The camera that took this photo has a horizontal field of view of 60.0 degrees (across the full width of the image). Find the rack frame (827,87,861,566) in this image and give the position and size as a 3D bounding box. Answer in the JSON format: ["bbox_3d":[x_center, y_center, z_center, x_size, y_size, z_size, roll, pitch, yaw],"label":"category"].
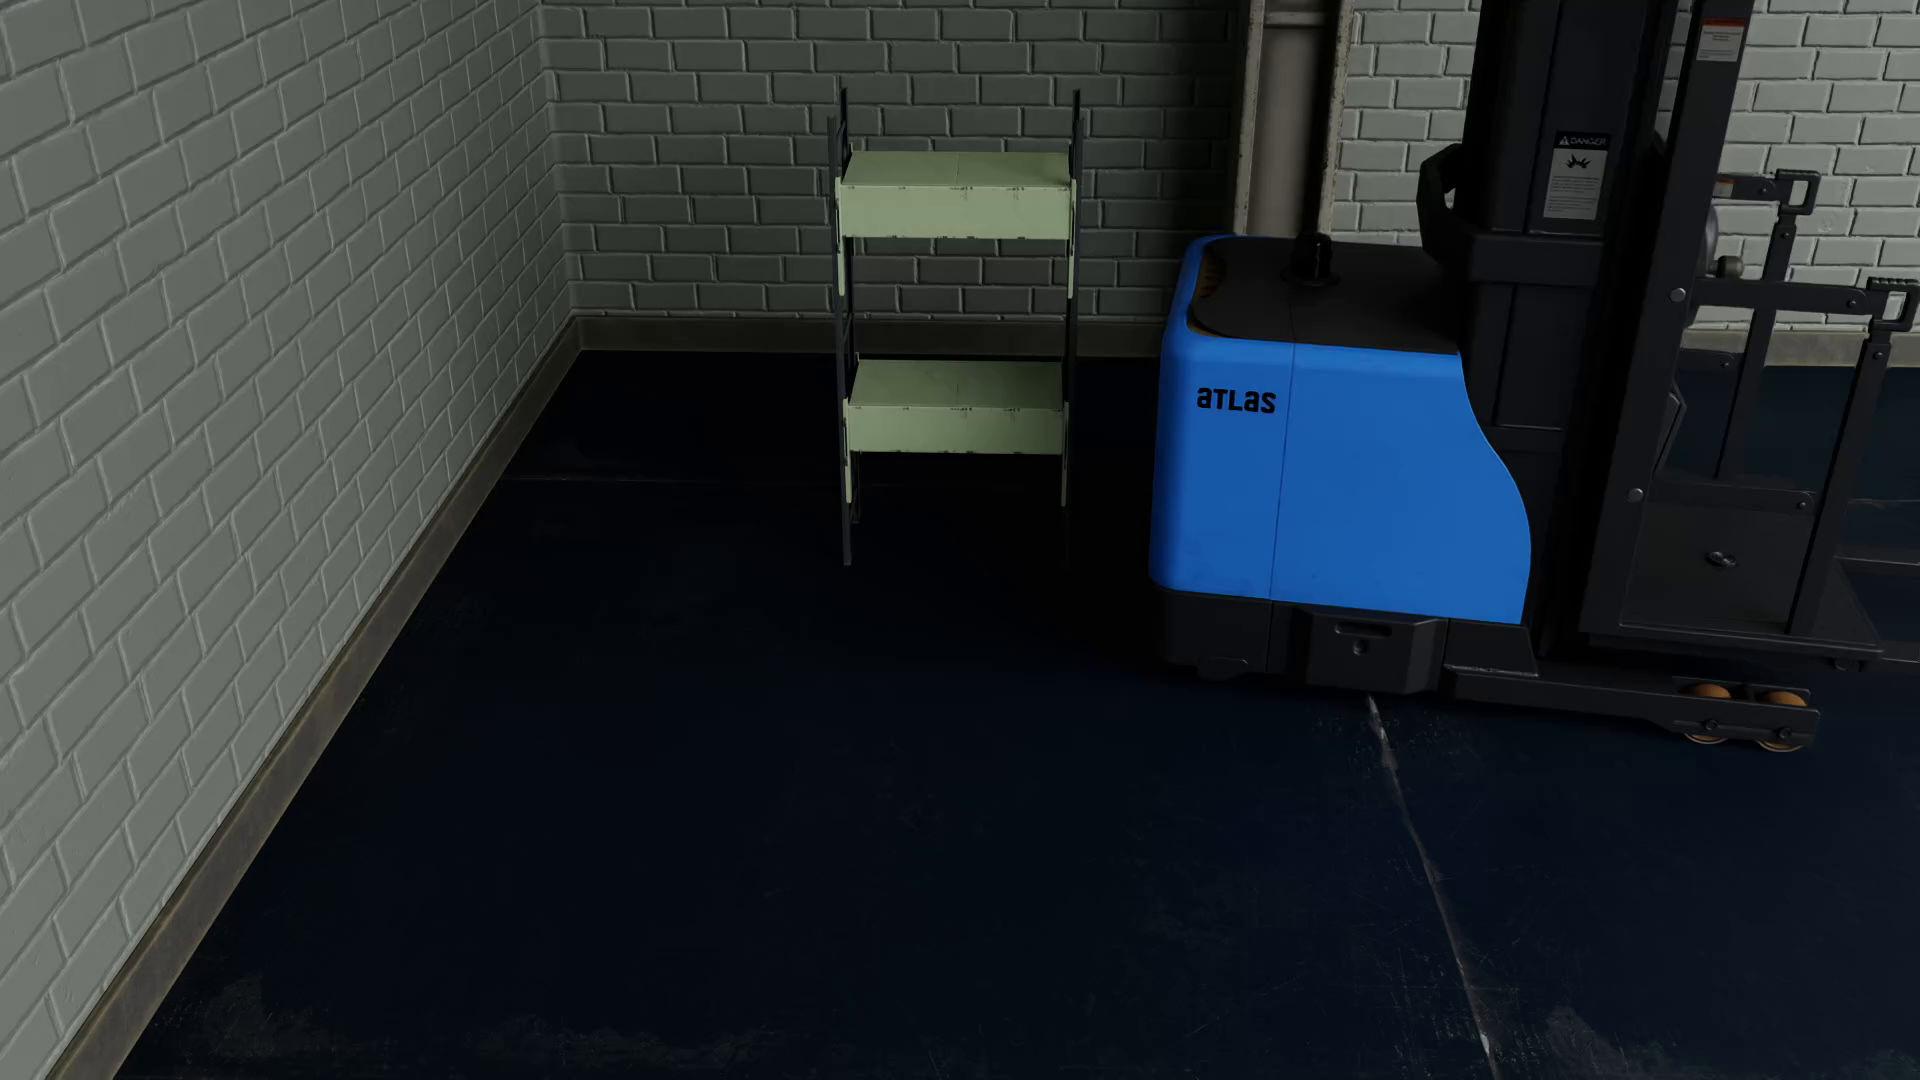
[{"bbox_3d":[-0.372,-0.669,5.410,0.023,1.500,0.400,1,28,2],"label":"rack frame"}]

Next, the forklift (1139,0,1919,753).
[{"bbox_3d":[2.109,-0.975,4.461,3.031,2.935,1.130,5,28,10],"label":"forklift"}]

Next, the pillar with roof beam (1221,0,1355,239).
[{"bbox_3d":[1.145,-2.694,1.225,0.400,9.000,9.100,1,28,2],"label":"pillar with roof beam"}]

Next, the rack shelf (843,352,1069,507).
[{"bbox_3d":[-0.007,-0.375,5.552,0.720,0.370,0.431,1,28,2],"label":"rack shelf"}]

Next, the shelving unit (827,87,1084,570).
[{"bbox_3d":[-0.007,-0.663,5.399,0.755,1.500,0.431,1,28,2],"label":"shelving unit"}]

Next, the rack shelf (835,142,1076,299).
[{"bbox_3d":[-0.007,-1.008,5.216,0.720,0.370,0.431,1,28,2],"label":"rack shelf"}]

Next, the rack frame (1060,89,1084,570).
[{"bbox_3d":[0.359,-0.657,5.388,0.023,1.500,0.400,1,28,2],"label":"rack frame"}]
